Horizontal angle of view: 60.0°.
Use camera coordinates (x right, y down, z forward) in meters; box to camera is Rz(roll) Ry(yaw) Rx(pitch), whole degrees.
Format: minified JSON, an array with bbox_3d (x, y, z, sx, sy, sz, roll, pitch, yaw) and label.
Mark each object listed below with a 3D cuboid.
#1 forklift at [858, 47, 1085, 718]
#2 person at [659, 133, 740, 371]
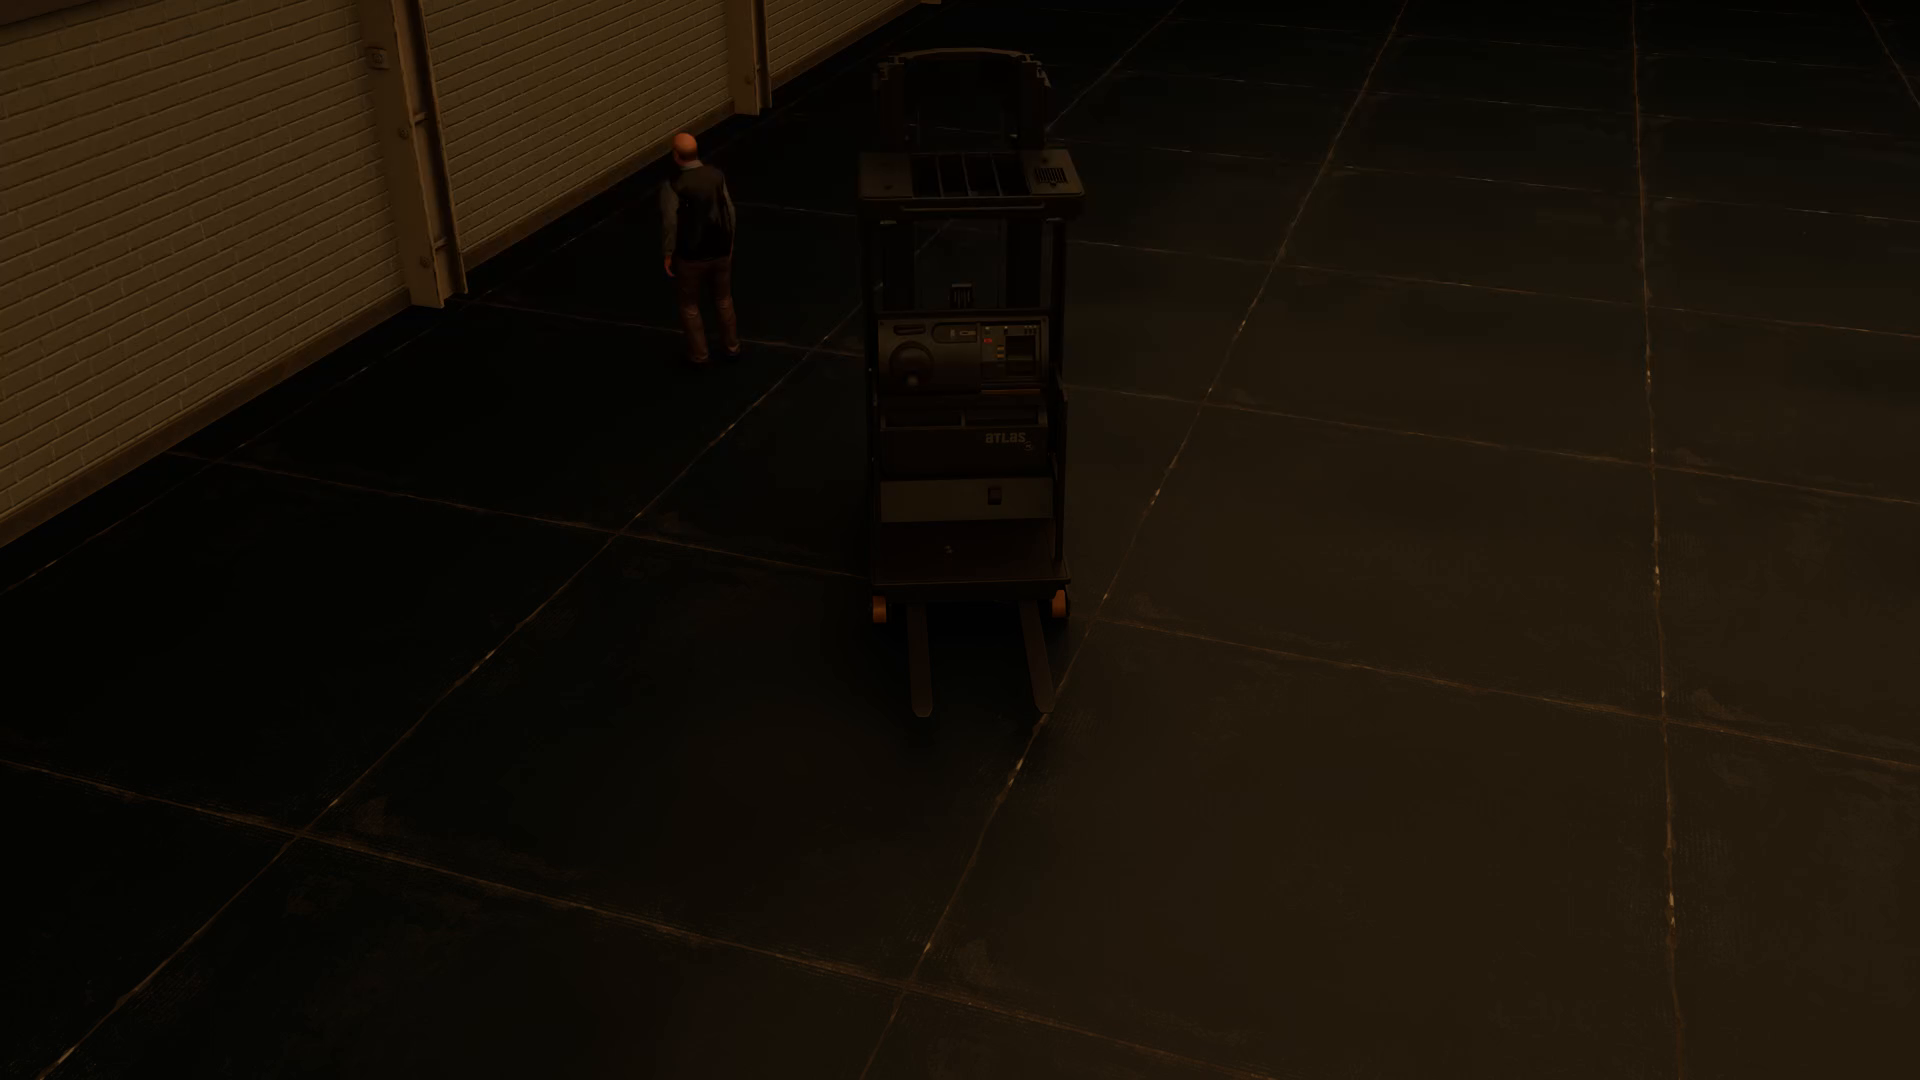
[{"bbox_3d":[0.035,-0.972,8.842,1.130,2.935,3.031,-2,30,-3],"label":"forklift"},{"bbox_3d":[-1.872,-2.068,11.987,0.594,1.720,0.424,-20,35,-31],"label":"person"}]
